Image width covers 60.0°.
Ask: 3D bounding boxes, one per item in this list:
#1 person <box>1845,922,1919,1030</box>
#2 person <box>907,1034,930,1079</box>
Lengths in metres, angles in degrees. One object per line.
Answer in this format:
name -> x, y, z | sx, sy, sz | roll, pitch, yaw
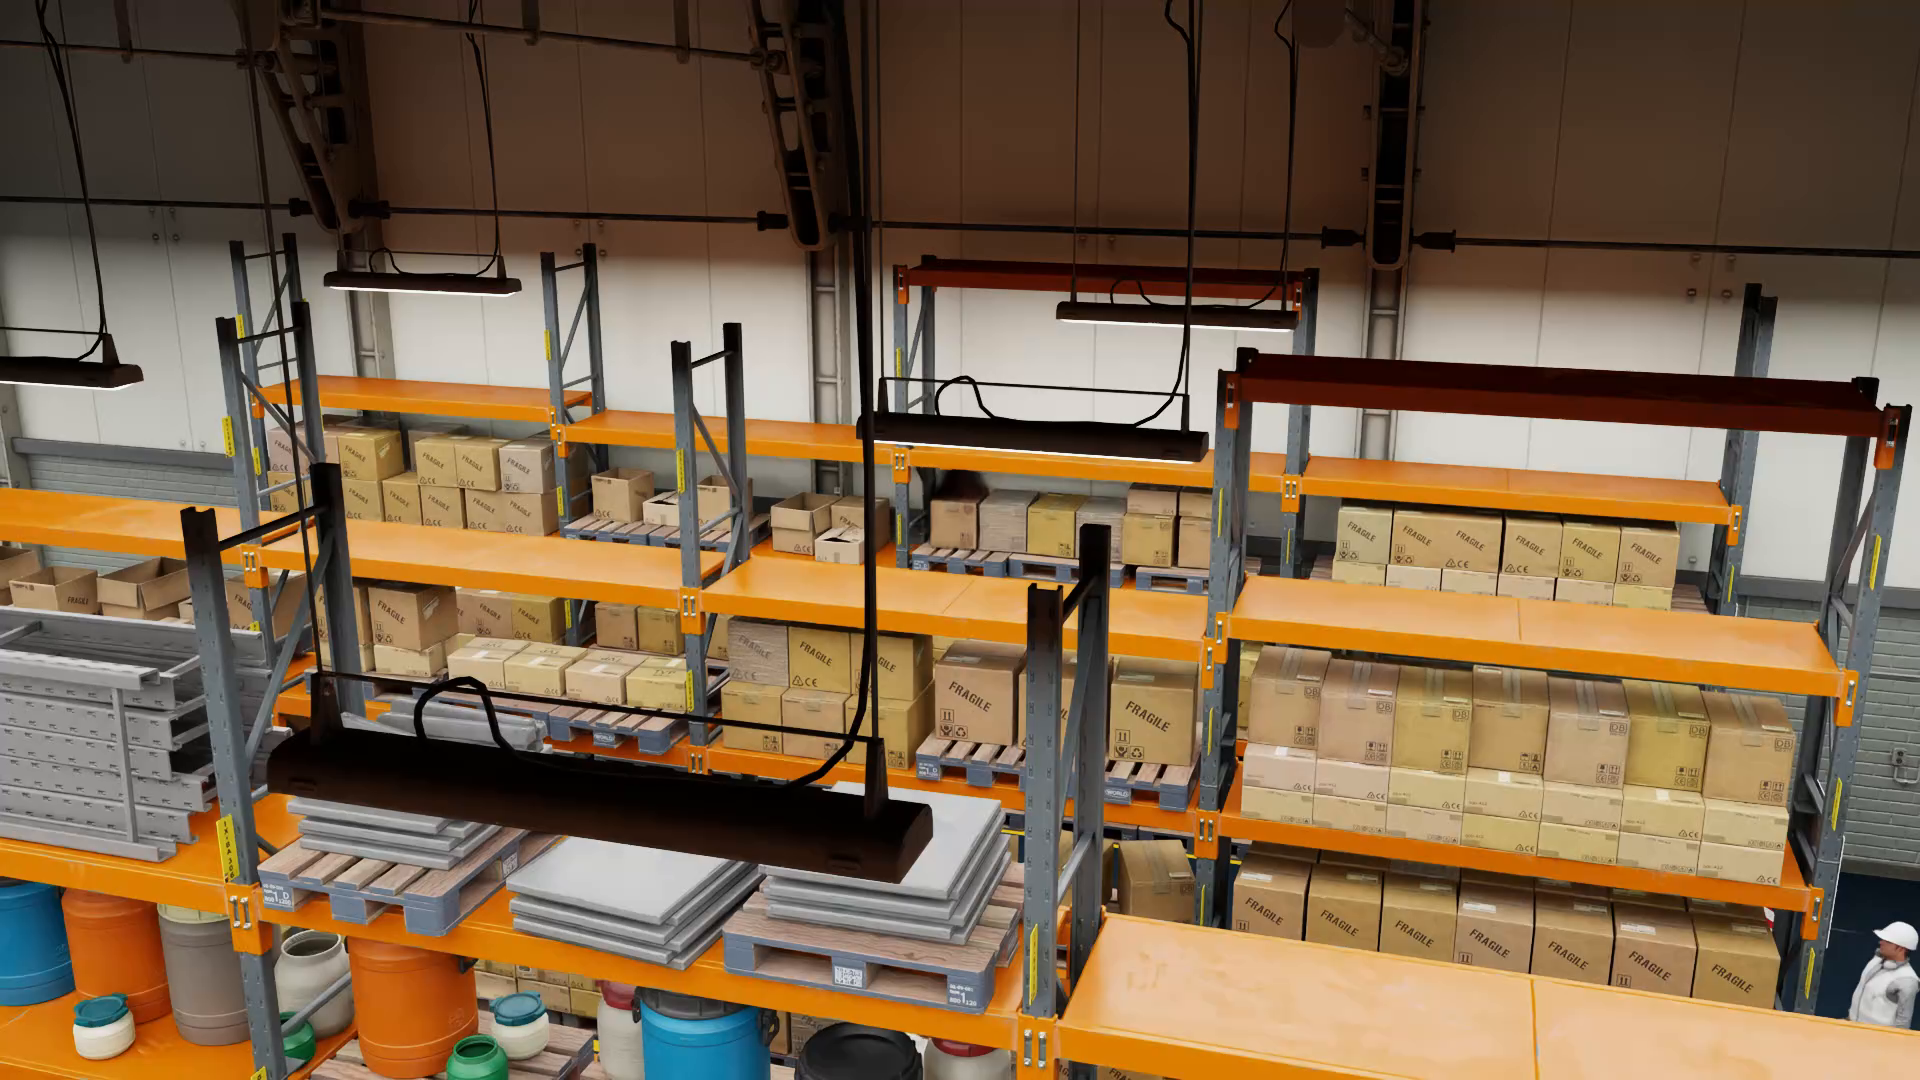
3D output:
person -> 6.986, 3.717, 12.648 | 0.389, 1.782, 0.577 | -3, 16, -9
person -> -0.212, 4.023, 11.828 | 0.503, 1.669, 0.398 | 10, 19, 31
